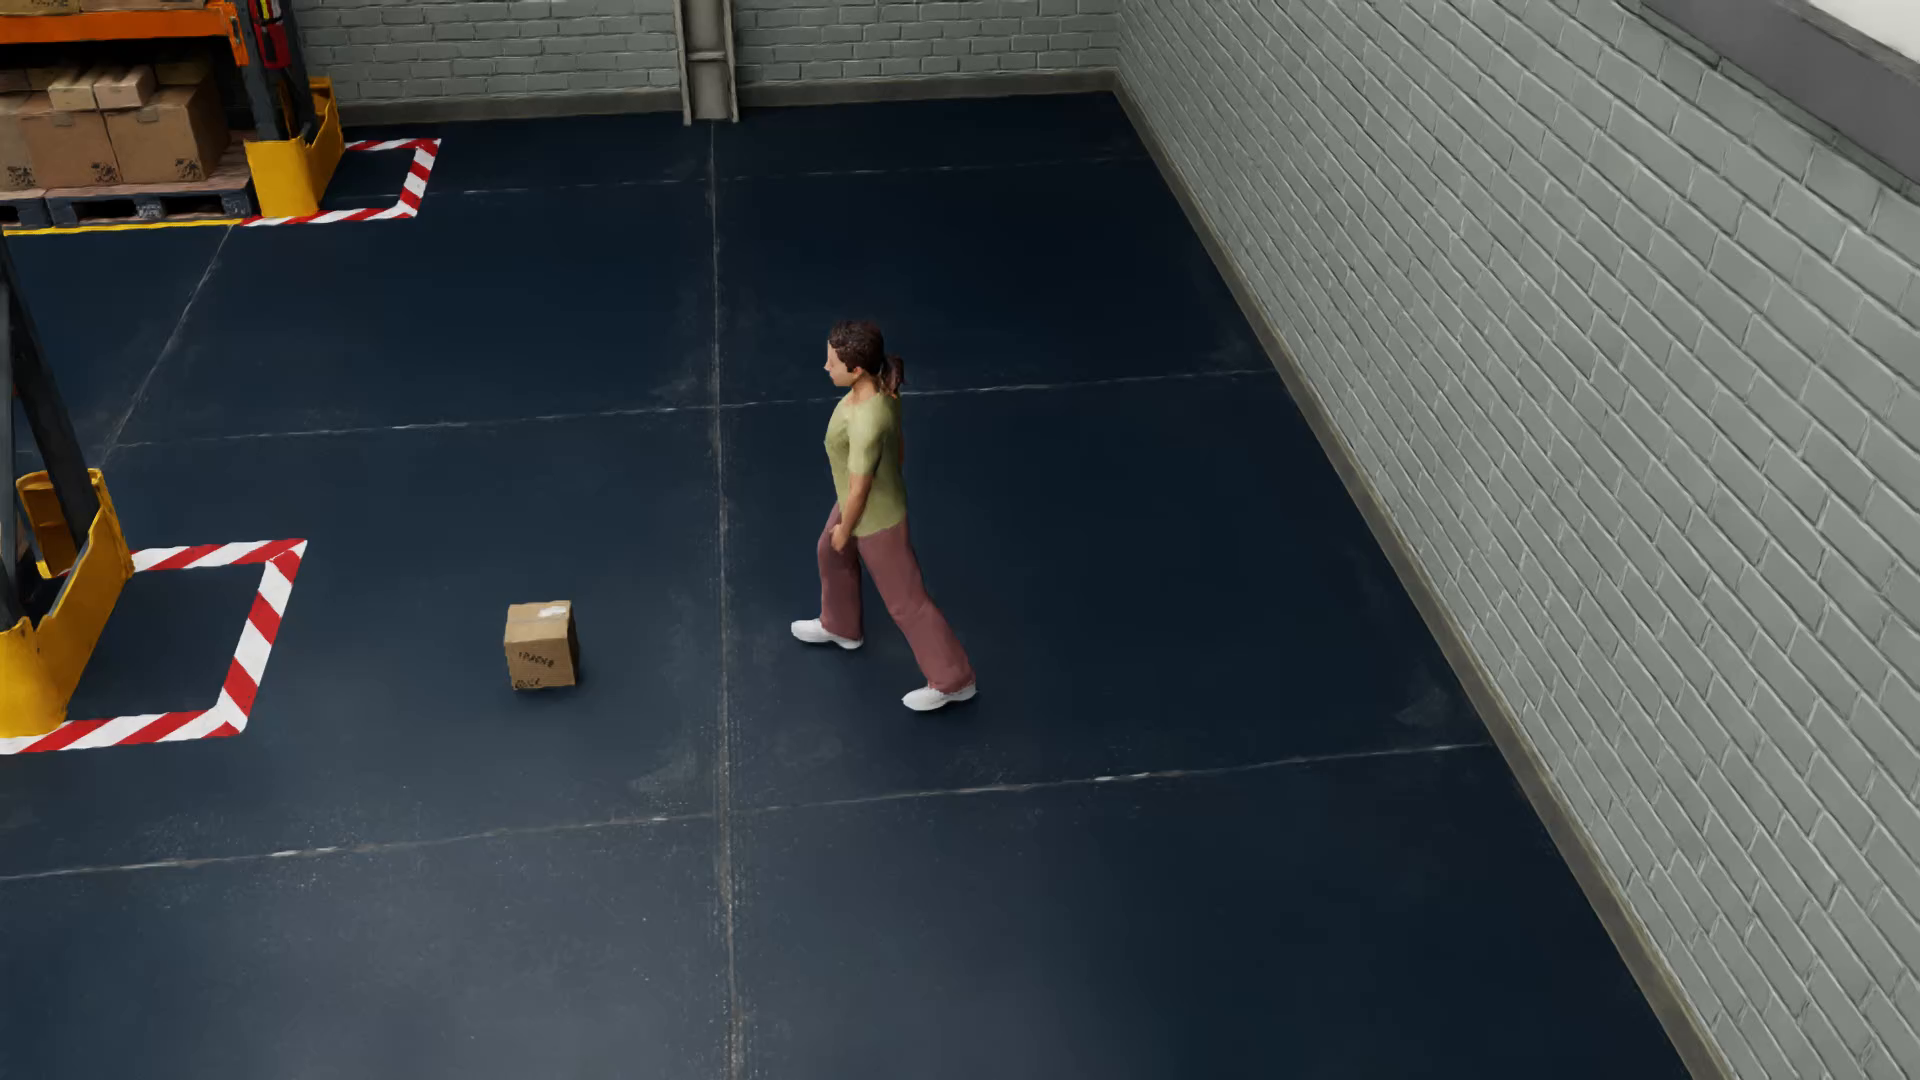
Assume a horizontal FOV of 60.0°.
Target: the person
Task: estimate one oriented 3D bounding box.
[{"bbox_3d":[-0.321,-0.123,6.343,0.788,1.632,0.534,1,35,1],"label":"person"}]
